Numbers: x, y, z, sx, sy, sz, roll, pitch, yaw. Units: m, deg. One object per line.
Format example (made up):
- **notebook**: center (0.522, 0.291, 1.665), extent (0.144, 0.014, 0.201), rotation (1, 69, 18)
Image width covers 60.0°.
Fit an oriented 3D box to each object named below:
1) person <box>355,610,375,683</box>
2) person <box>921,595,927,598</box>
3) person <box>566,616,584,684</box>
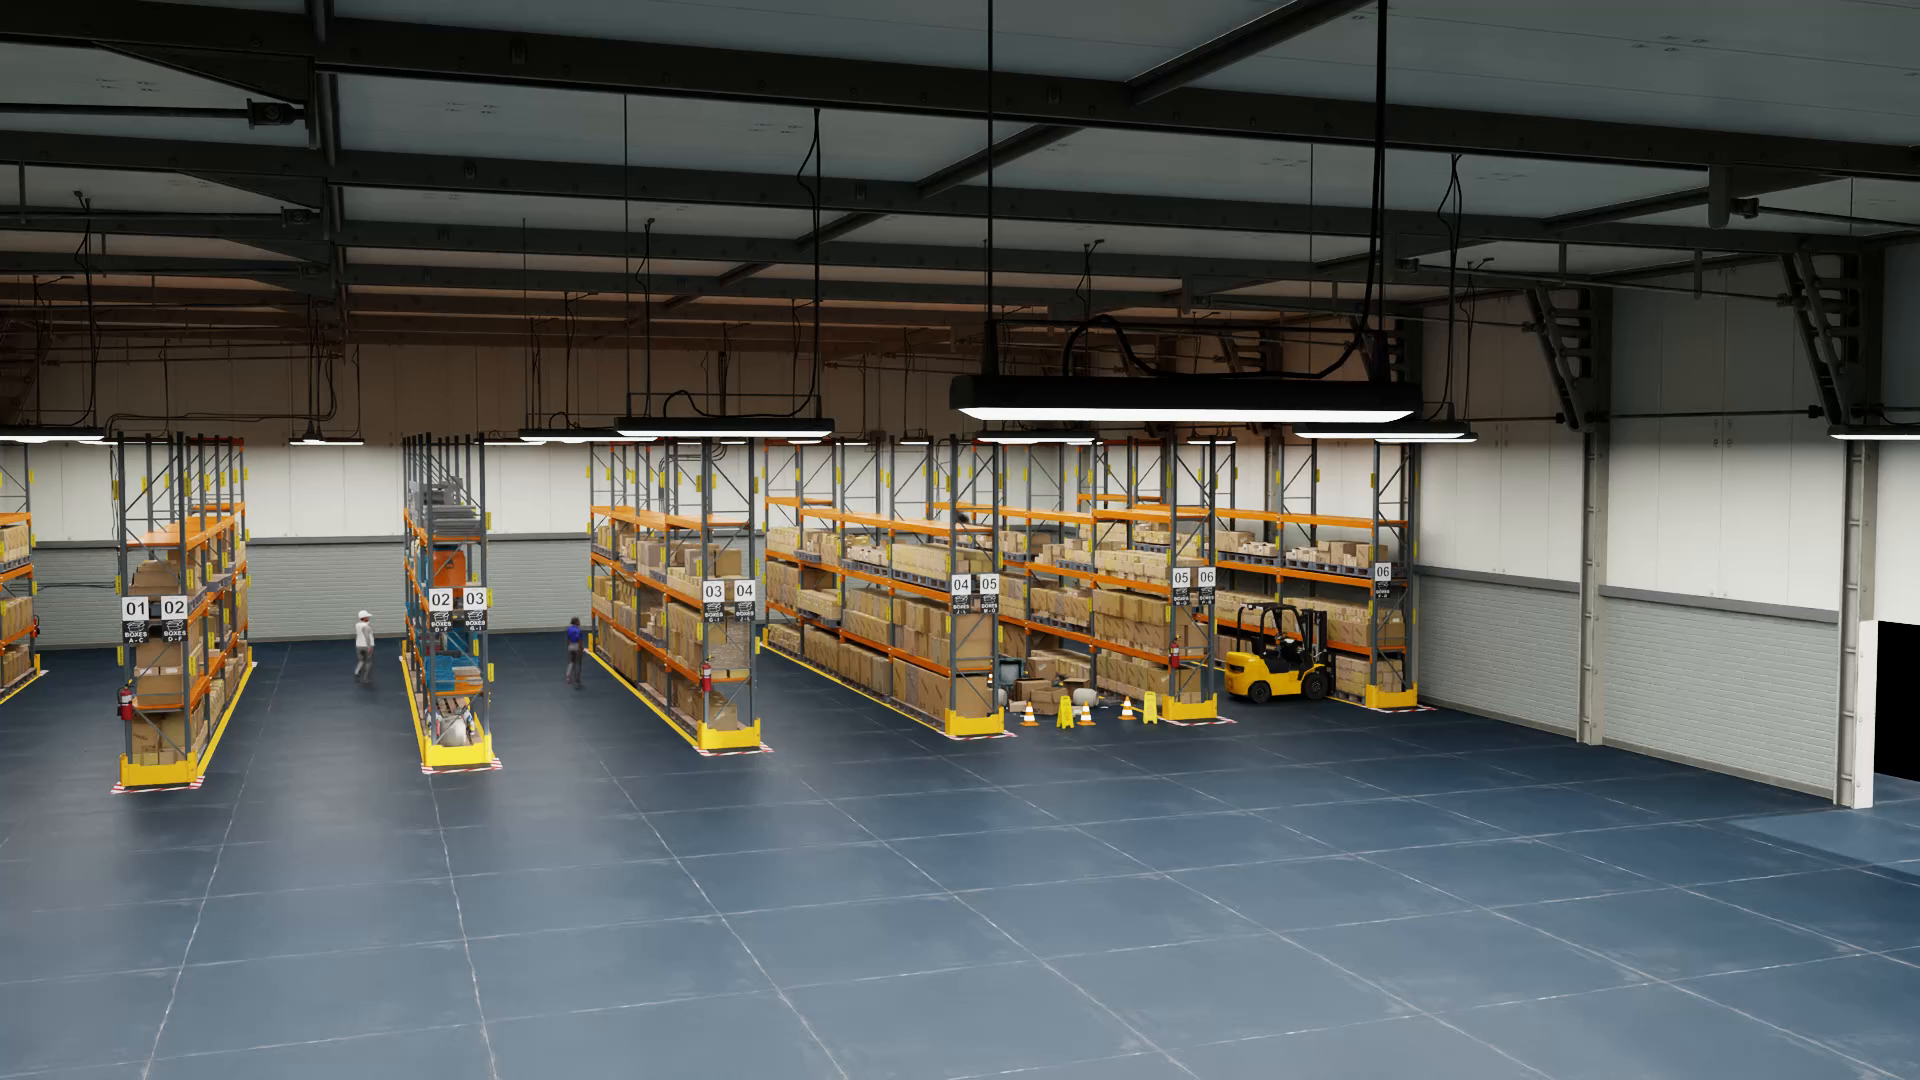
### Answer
- **person**: center (-14.460, 2.589, 40.307), extent (0.520, 1.767, 0.523), rotation (1, 3, 14)
- **person**: center (-0.994, 2.321, 45.243), extent (0.528, 1.809, 0.586), rotation (-3, 4, -39)
- **person**: center (-9.292, 2.663, 40.086), extent (0.442, 1.649, 0.500), rotation (1, 3, 16)
